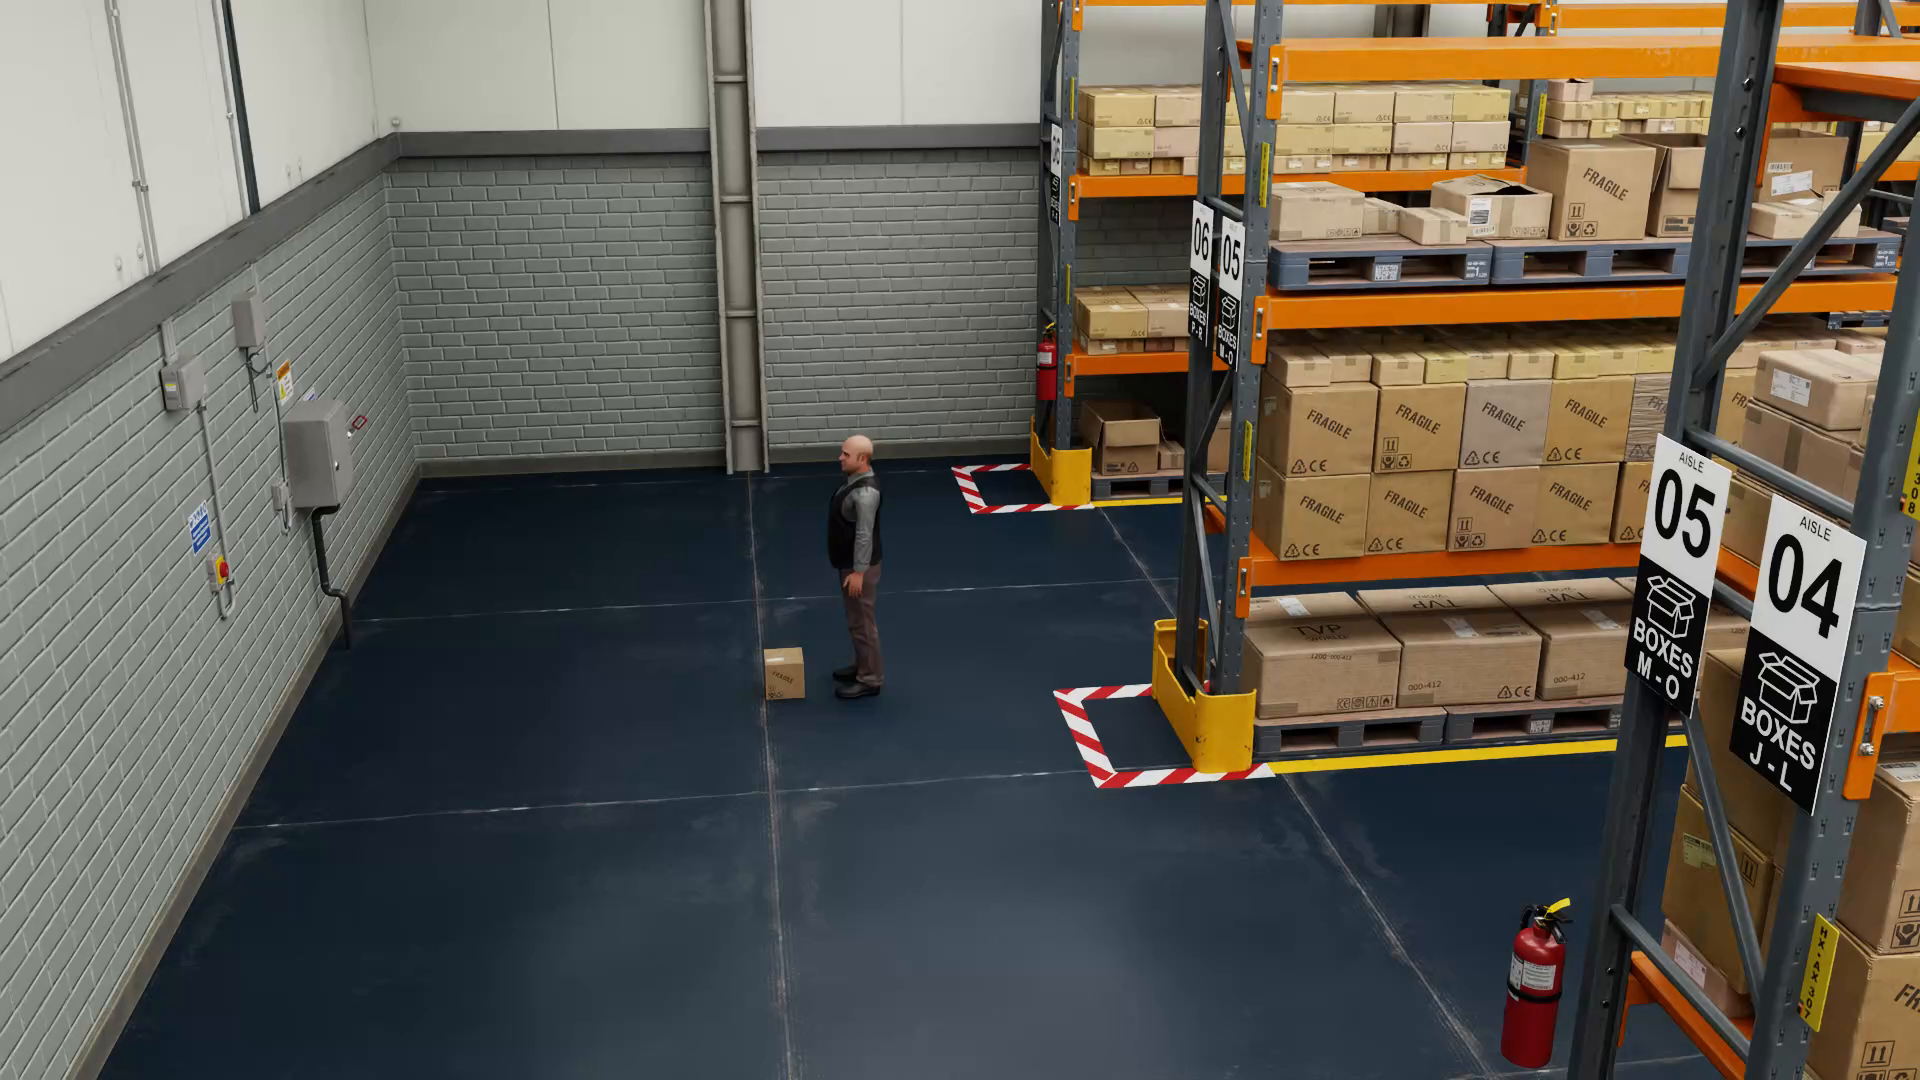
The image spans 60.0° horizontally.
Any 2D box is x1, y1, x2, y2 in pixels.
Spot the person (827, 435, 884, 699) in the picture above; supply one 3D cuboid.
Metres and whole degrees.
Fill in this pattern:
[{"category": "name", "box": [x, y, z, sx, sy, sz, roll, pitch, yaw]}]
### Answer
[{"category": "person", "box": [-0.667, 0.163, 10.659, 0.355, 1.725, 0.535, -2, 20, -6]}]
